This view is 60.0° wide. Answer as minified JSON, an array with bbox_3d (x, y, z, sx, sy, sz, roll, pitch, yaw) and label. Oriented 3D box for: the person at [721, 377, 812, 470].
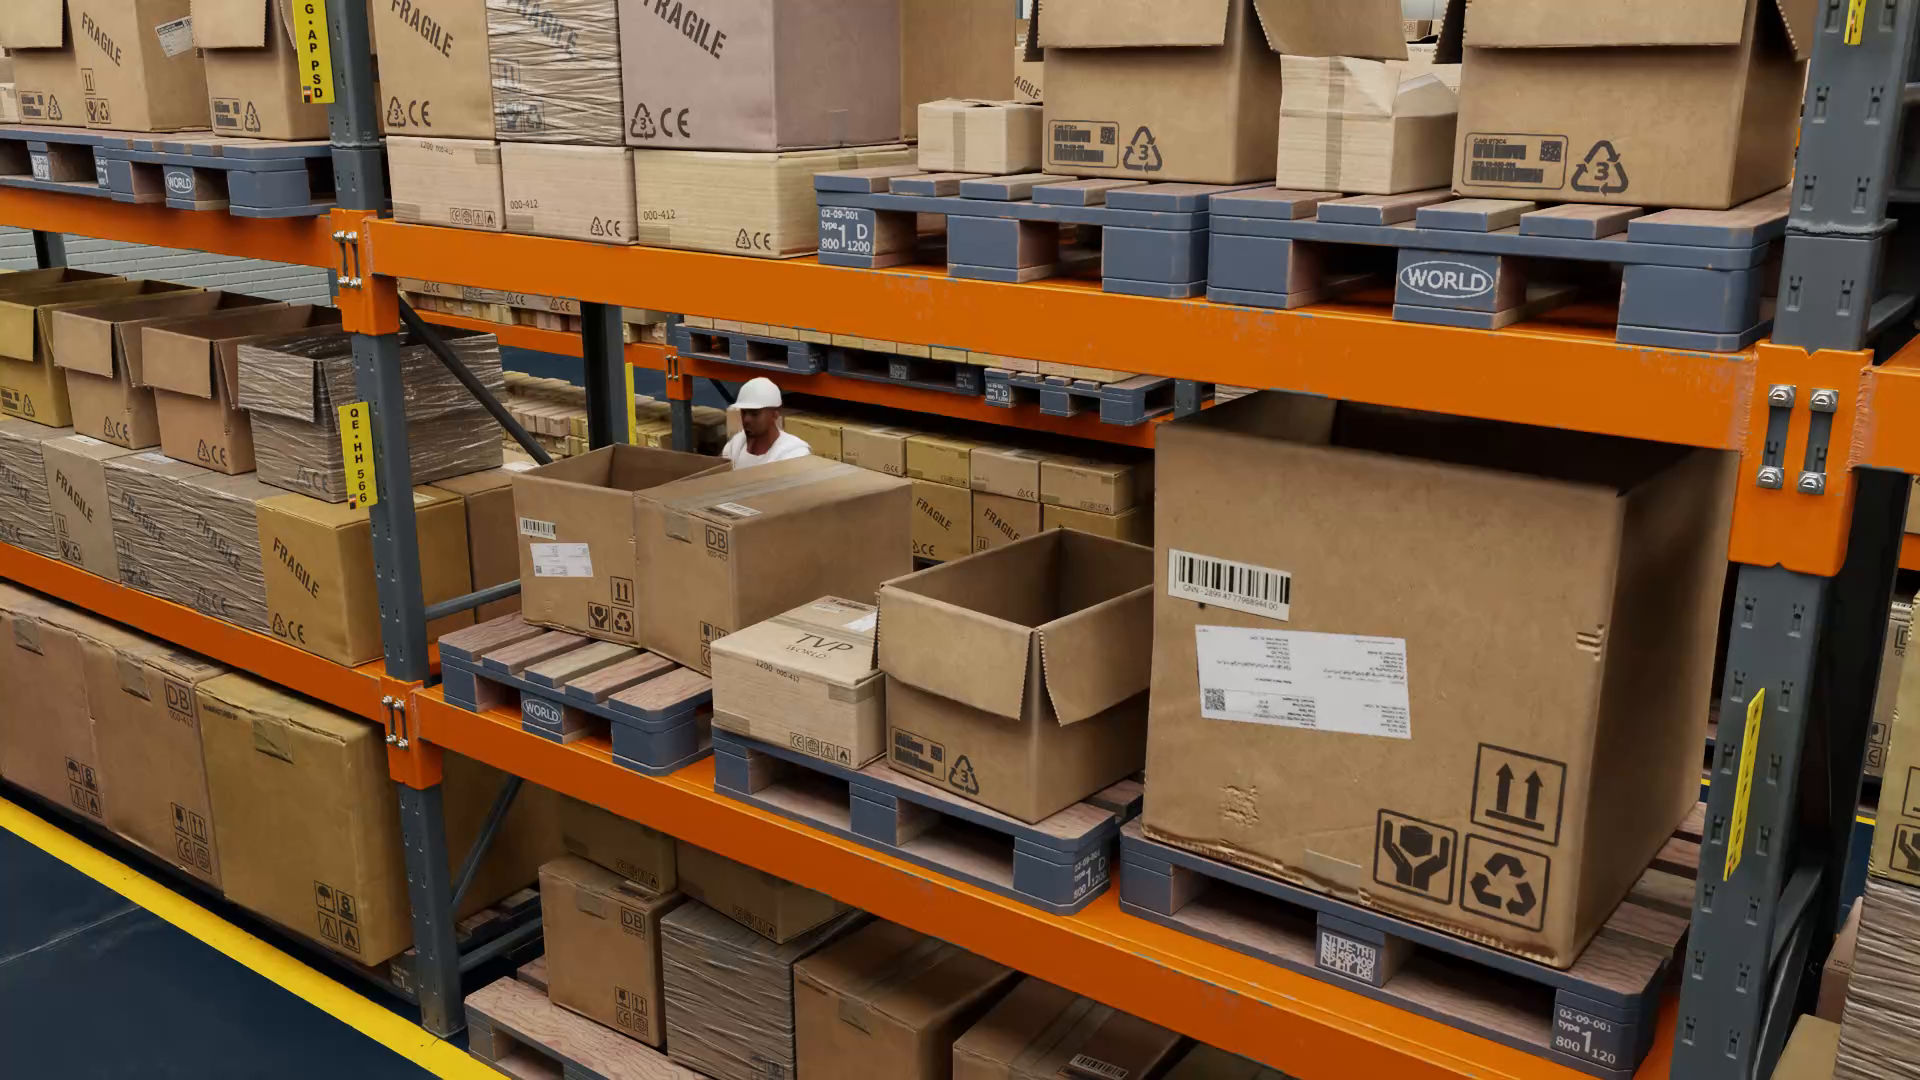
[{"bbox_3d":[-1.014,0.077,8.239,0.505,1.761,0.576,11,20,34],"label":"person"}]
